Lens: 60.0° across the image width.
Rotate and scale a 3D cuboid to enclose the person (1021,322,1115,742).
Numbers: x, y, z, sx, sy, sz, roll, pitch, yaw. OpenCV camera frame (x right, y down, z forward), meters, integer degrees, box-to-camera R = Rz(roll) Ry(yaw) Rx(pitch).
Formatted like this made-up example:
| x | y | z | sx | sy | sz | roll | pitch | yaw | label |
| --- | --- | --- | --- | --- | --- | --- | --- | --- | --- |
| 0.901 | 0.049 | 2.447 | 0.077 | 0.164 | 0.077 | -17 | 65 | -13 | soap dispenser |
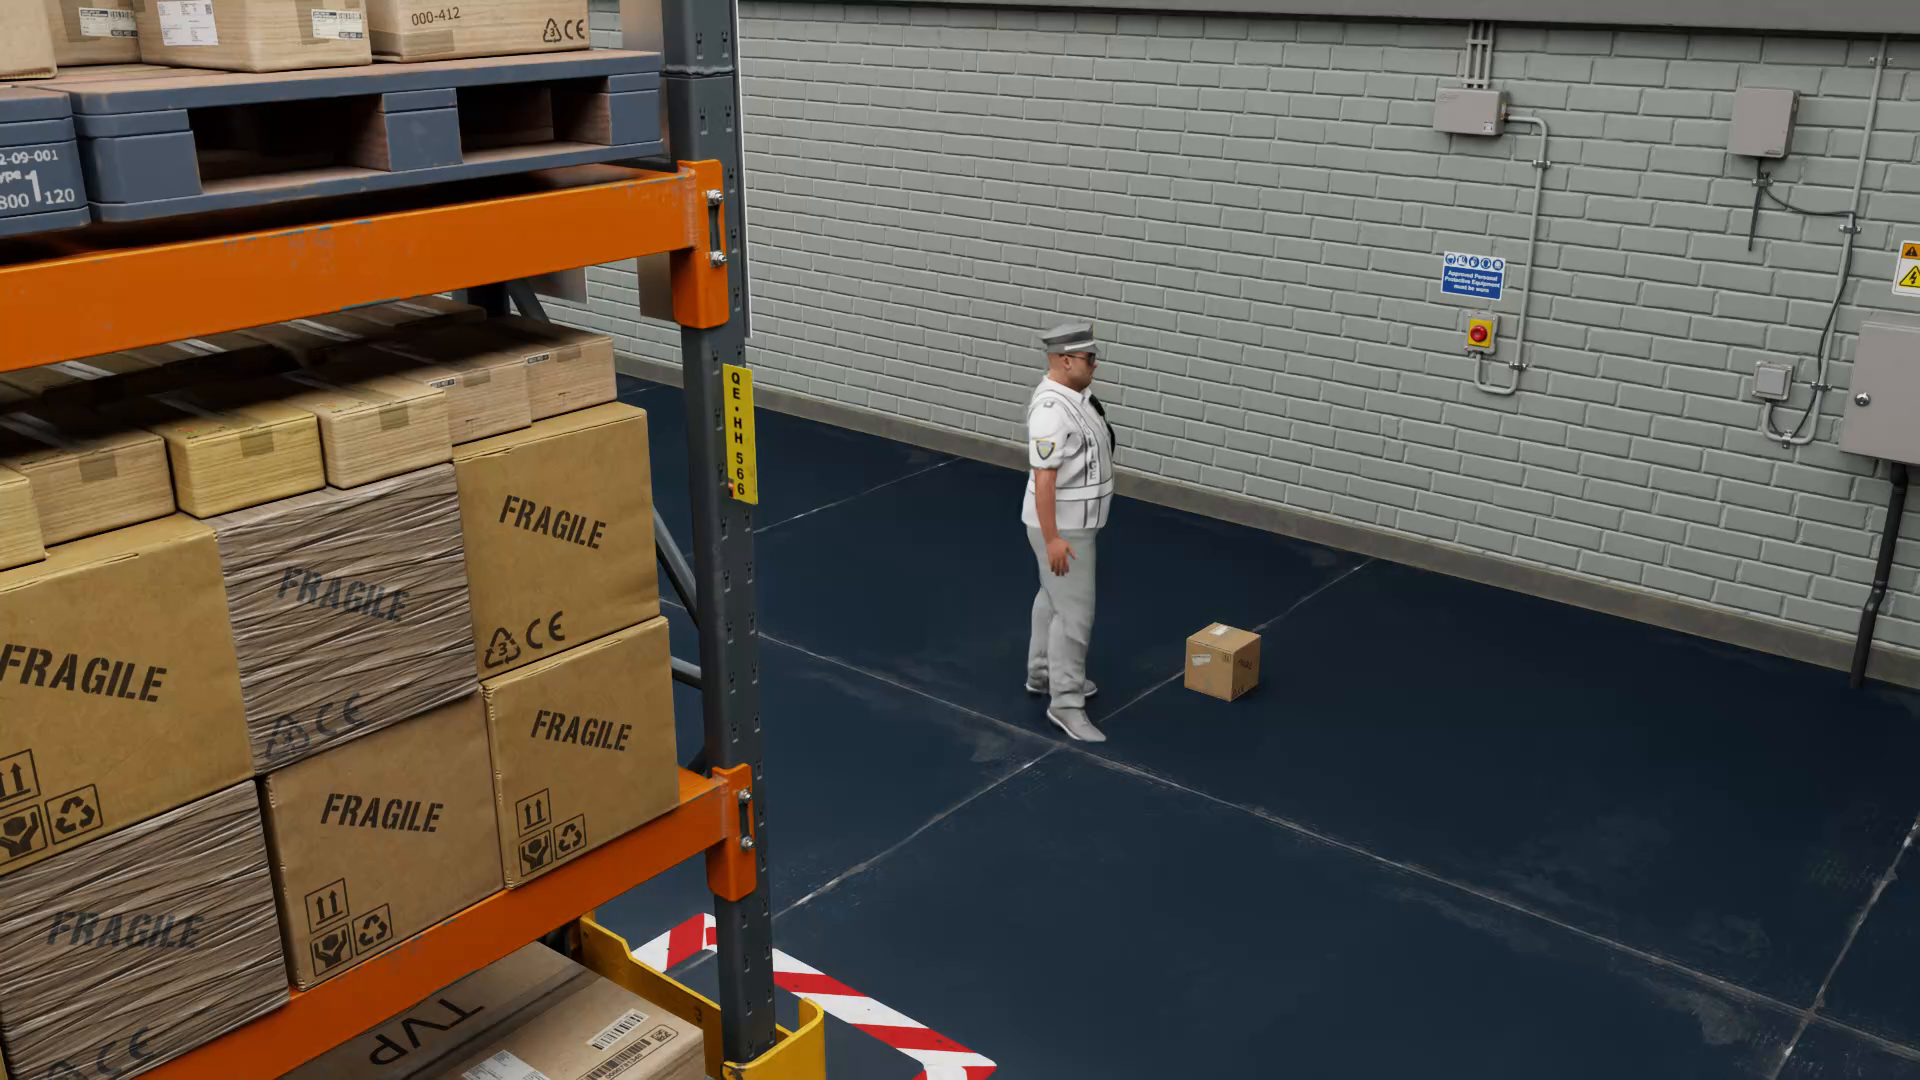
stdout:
| x | y | z | sx | sy | sz | roll | pitch | yaw | label |
| --- | --- | --- | --- | --- | --- | --- | --- | --- | --- |
| 0.478 | -0.048 | 7.237 | 0.433 | 1.805 | 0.650 | 3 | 20 | 9 | person |
